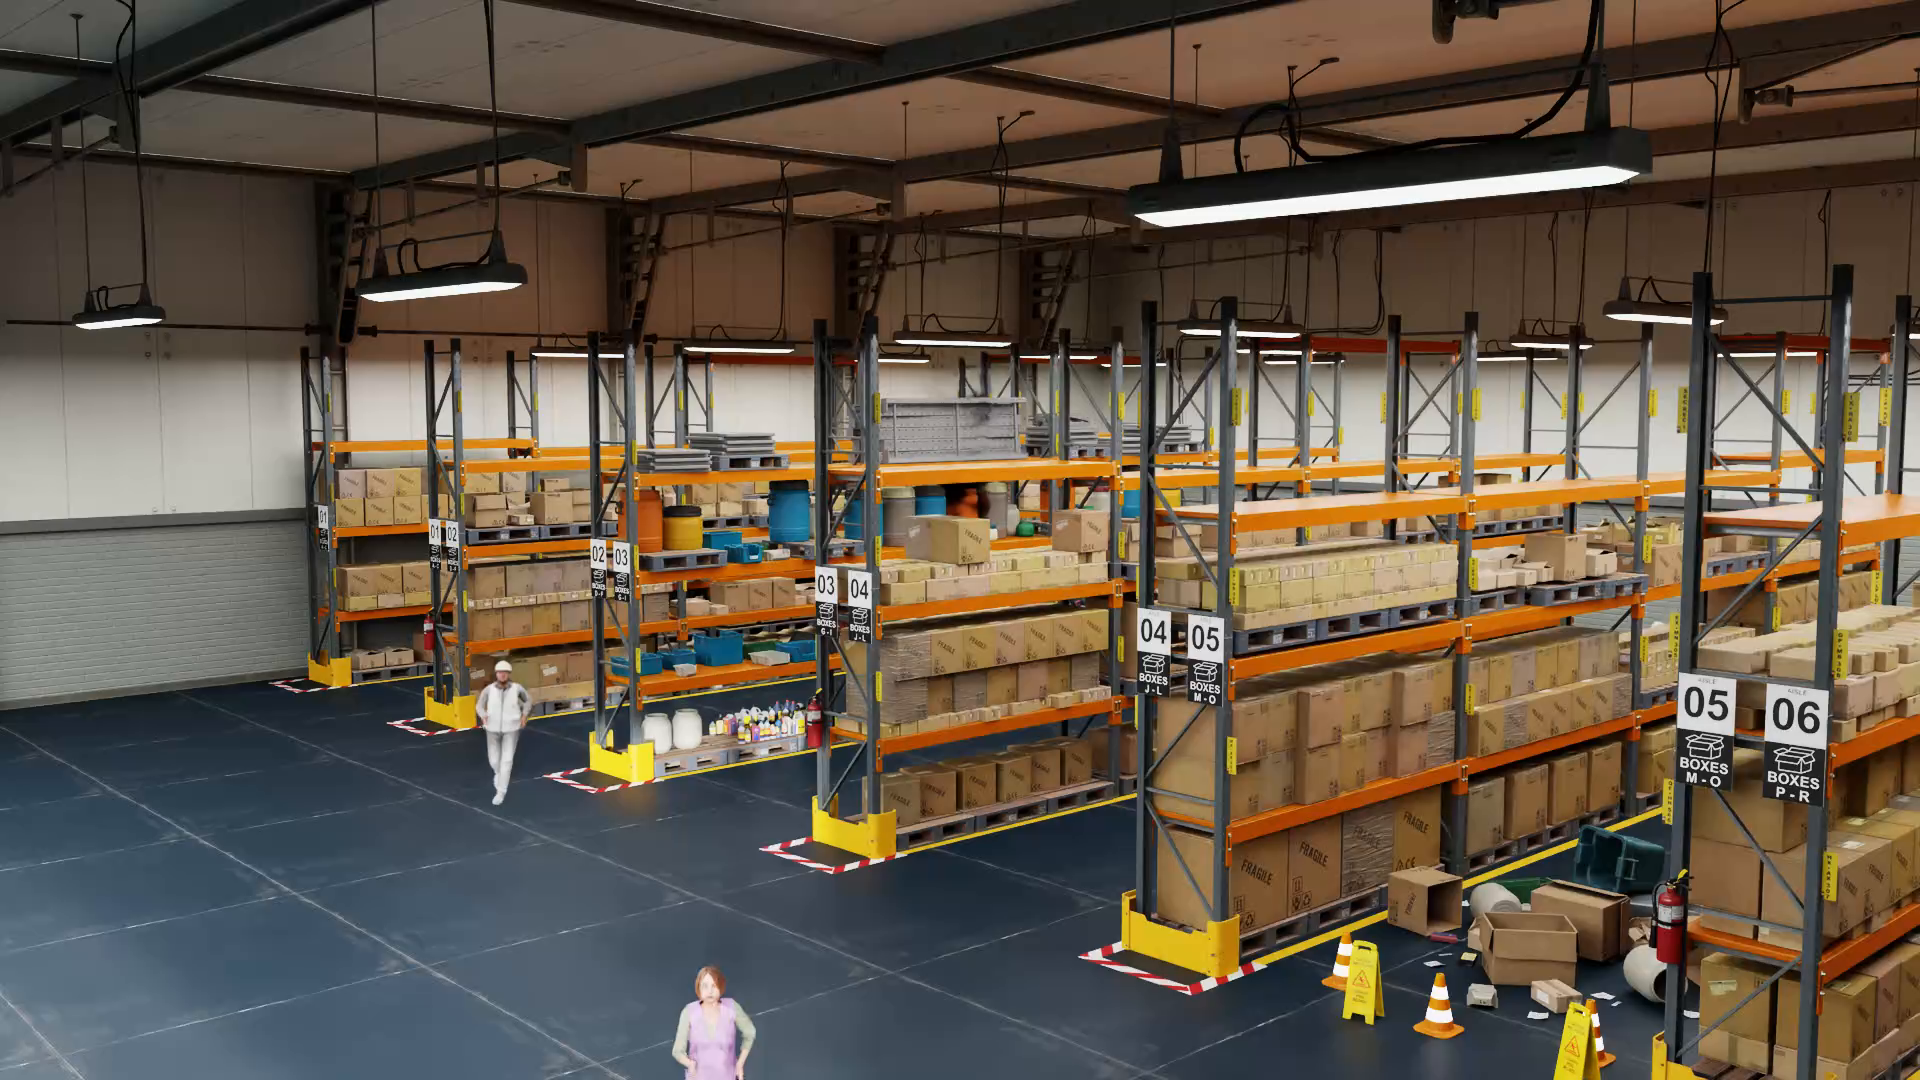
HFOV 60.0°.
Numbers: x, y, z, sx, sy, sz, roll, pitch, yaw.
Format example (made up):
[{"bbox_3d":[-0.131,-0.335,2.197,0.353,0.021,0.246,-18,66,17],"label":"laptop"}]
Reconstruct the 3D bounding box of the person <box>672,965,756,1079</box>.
[{"bbox_3d":[-1.542,3.462,10.424,0.520,1.547,0.570,-1,5,-7],"label":"person"}]

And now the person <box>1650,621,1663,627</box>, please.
[{"bbox_3d":[10.950,2.067,25.810,0.954,1.666,0.721,-4,7,-41],"label":"person"}]

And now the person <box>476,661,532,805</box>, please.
[{"bbox_3d":[-5.832,2.422,21.249,0.690,1.768,0.951,-1,5,-7],"label":"person"}]
